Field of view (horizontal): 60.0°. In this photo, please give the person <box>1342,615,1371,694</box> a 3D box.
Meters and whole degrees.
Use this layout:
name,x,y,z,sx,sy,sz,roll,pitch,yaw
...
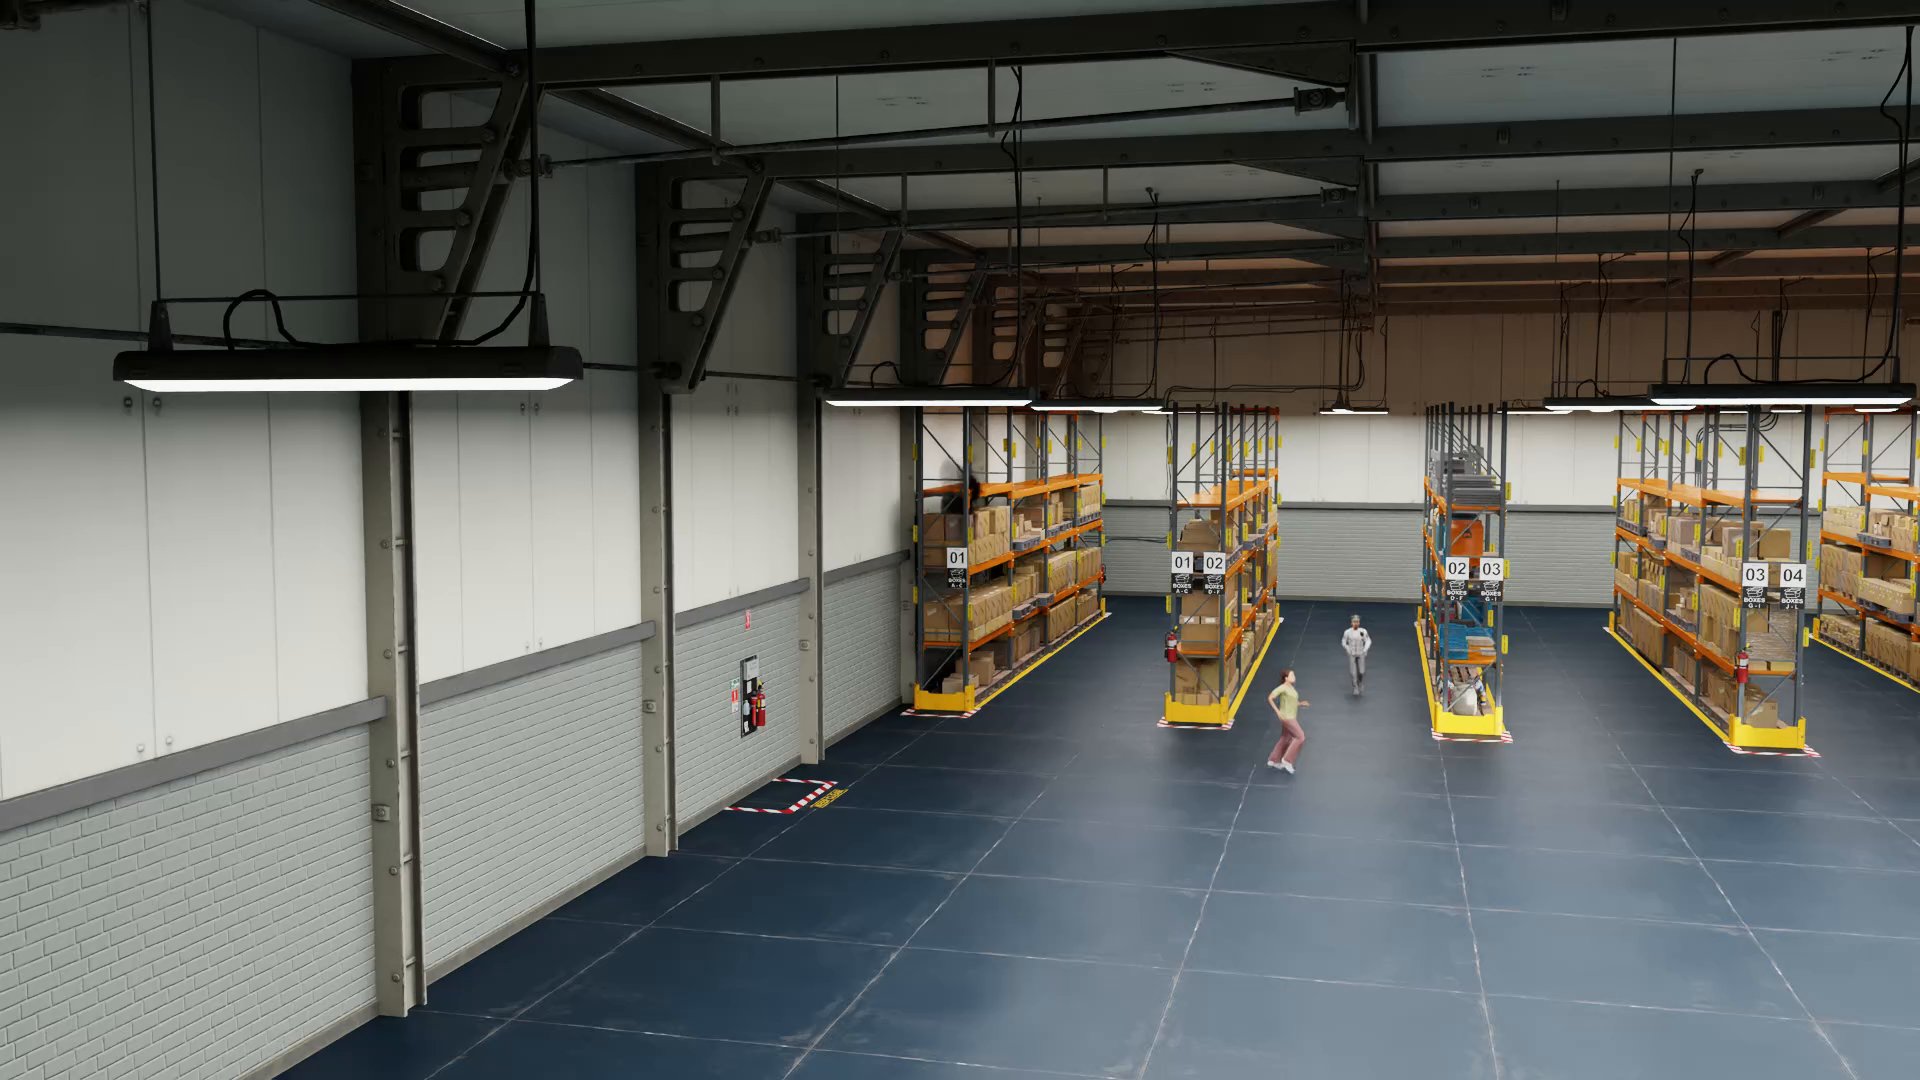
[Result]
name,x,y,z,sx,sy,sz,roll,pitch,yaw
person,8.152,2.364,34.185,0.589,1.653,0.528,1,4,11

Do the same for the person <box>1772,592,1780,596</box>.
name,x,y,z,sx,sy,sz,roll,pitch,yaw
person,20.524,1.792,41.516,0.719,1.765,0.730,2,5,26

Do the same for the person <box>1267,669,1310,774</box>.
name,x,y,z,sx,sy,sz,roll,pitch,yaw
person,5.291,2.909,26.810,0.686,1.685,0.544,2,5,26
